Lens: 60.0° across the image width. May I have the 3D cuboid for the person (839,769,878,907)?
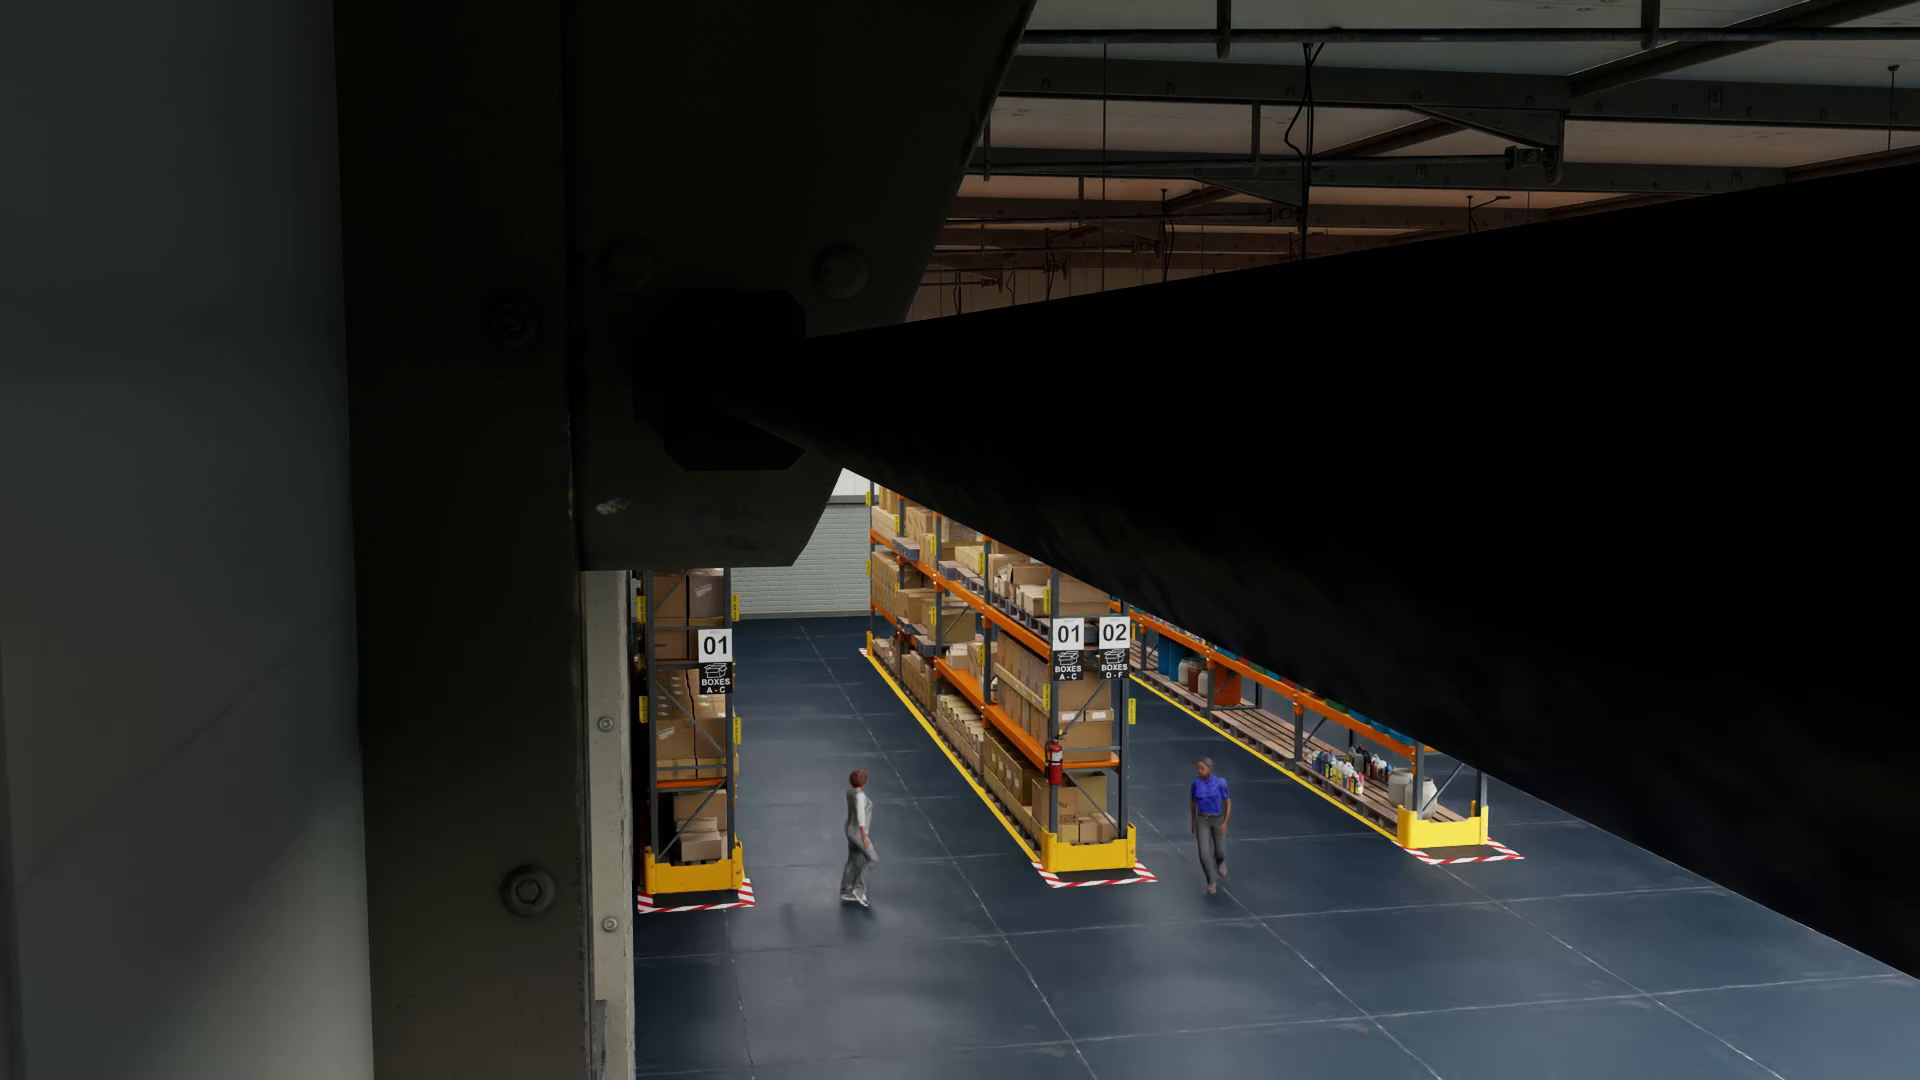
[{"bbox_3d":[-1.202,3.510,19.622,0.447,1.592,0.439,-1,6,-11],"label":"person"}]

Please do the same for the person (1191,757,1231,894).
[{"bbox_3d":[3.043,3.426,20.199,0.504,1.630,0.548,2,6,18],"label":"person"}]
